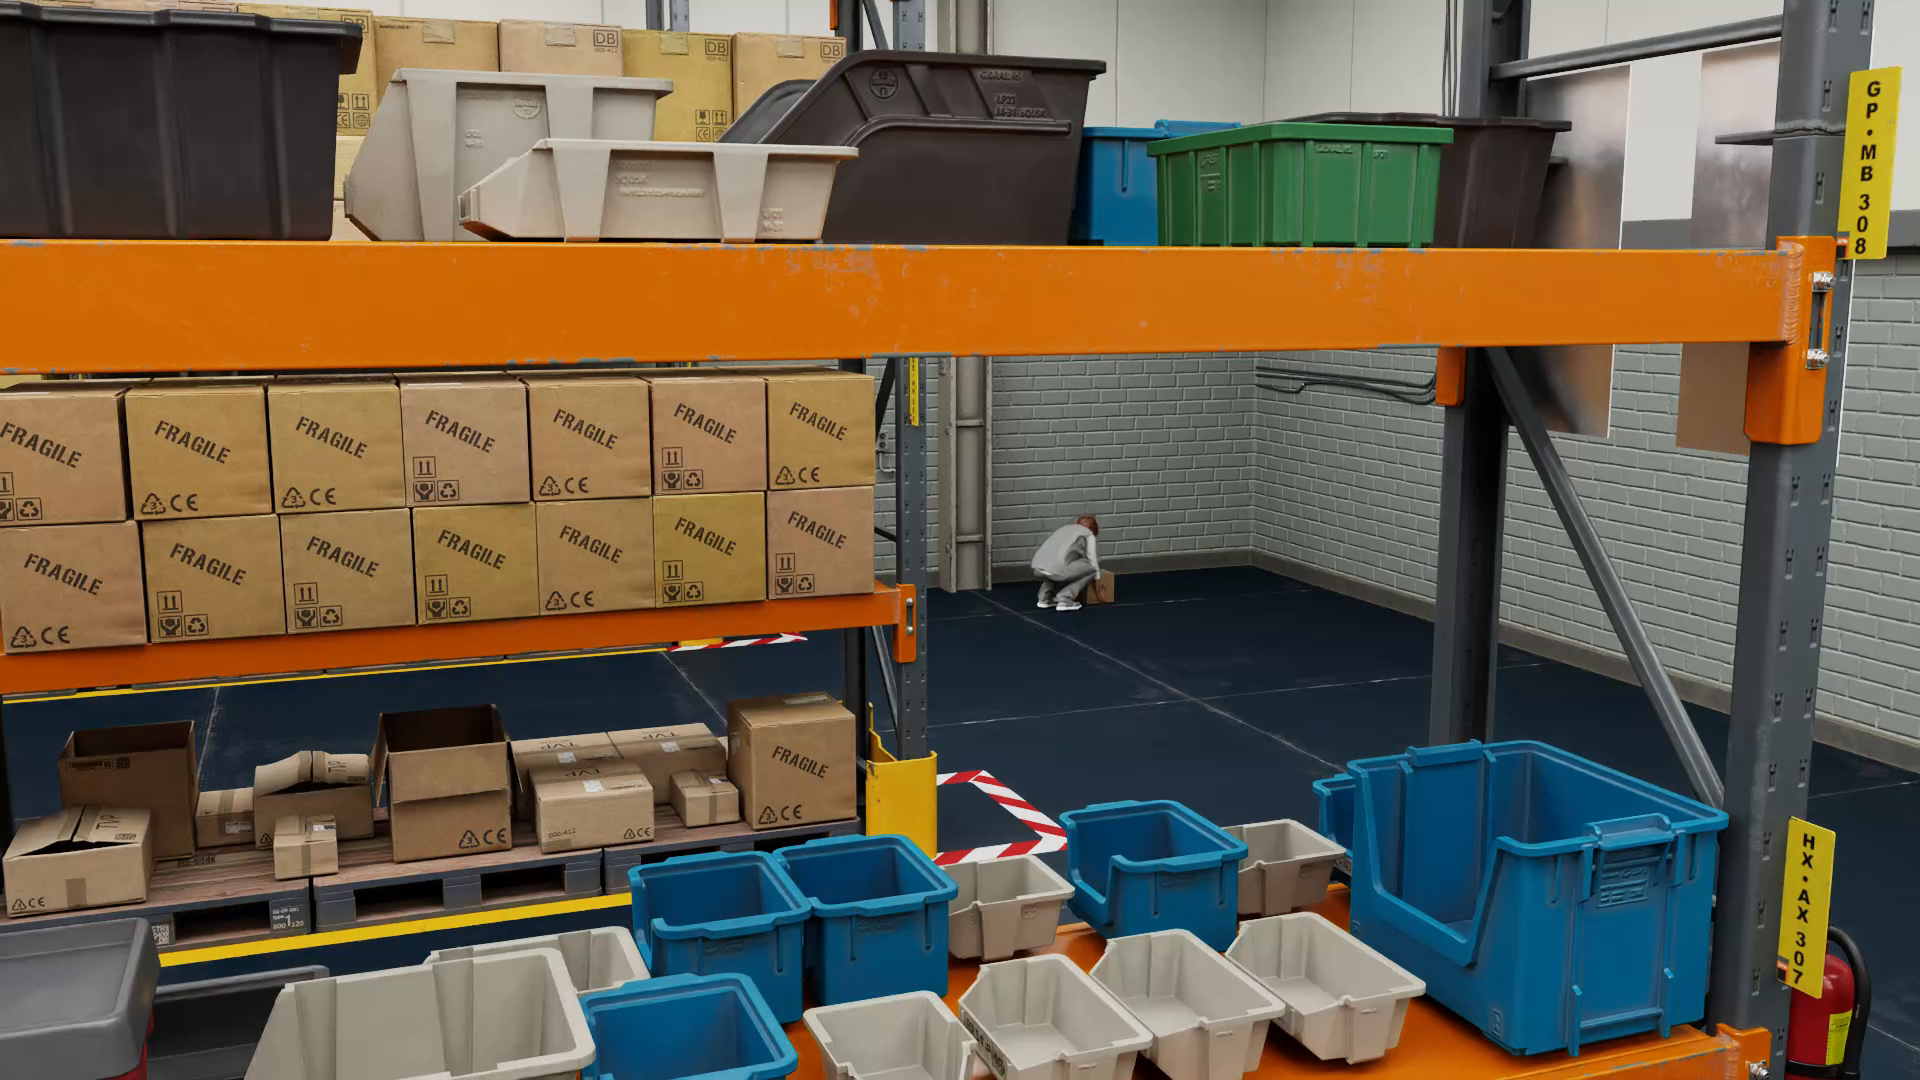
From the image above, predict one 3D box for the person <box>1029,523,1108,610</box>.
[{"bbox_3d":[0.925,0.228,13.934,0.423,0.765,0.893,8,12,41],"label":"person"}]
